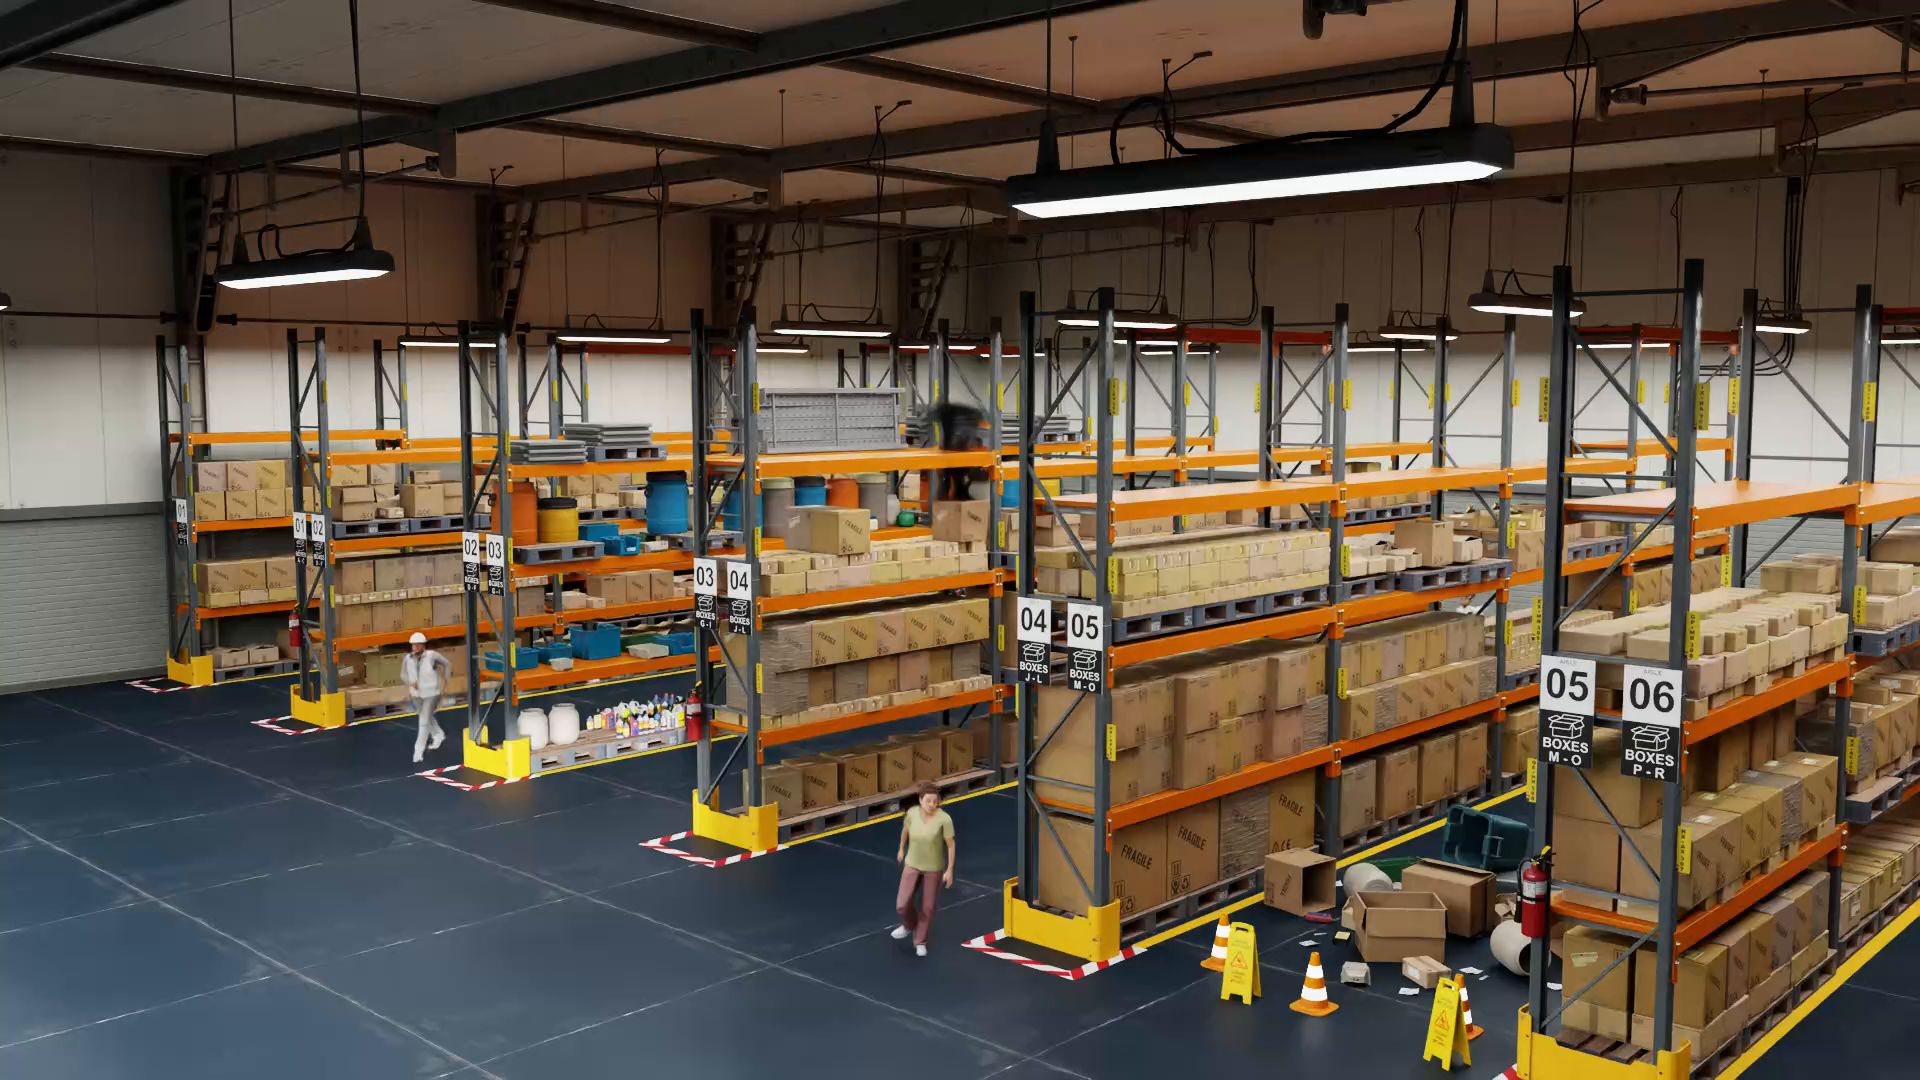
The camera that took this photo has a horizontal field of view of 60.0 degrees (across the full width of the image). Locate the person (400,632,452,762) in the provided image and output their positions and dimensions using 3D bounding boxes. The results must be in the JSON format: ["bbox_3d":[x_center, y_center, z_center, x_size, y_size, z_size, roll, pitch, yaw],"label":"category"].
[{"bbox_3d":[-7.379,2.133,23.094,0.626,1.779,0.791,1,6,14],"label":"person"}]

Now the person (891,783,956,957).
[{"bbox_3d":[-0.335,2.961,15.037,0.625,1.635,0.556,1,5,8],"label":"person"}]

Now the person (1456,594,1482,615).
[{"bbox_3d":[8.636,1.689,28.244,0.622,1.694,0.794,5,7,40],"label":"person"}]
